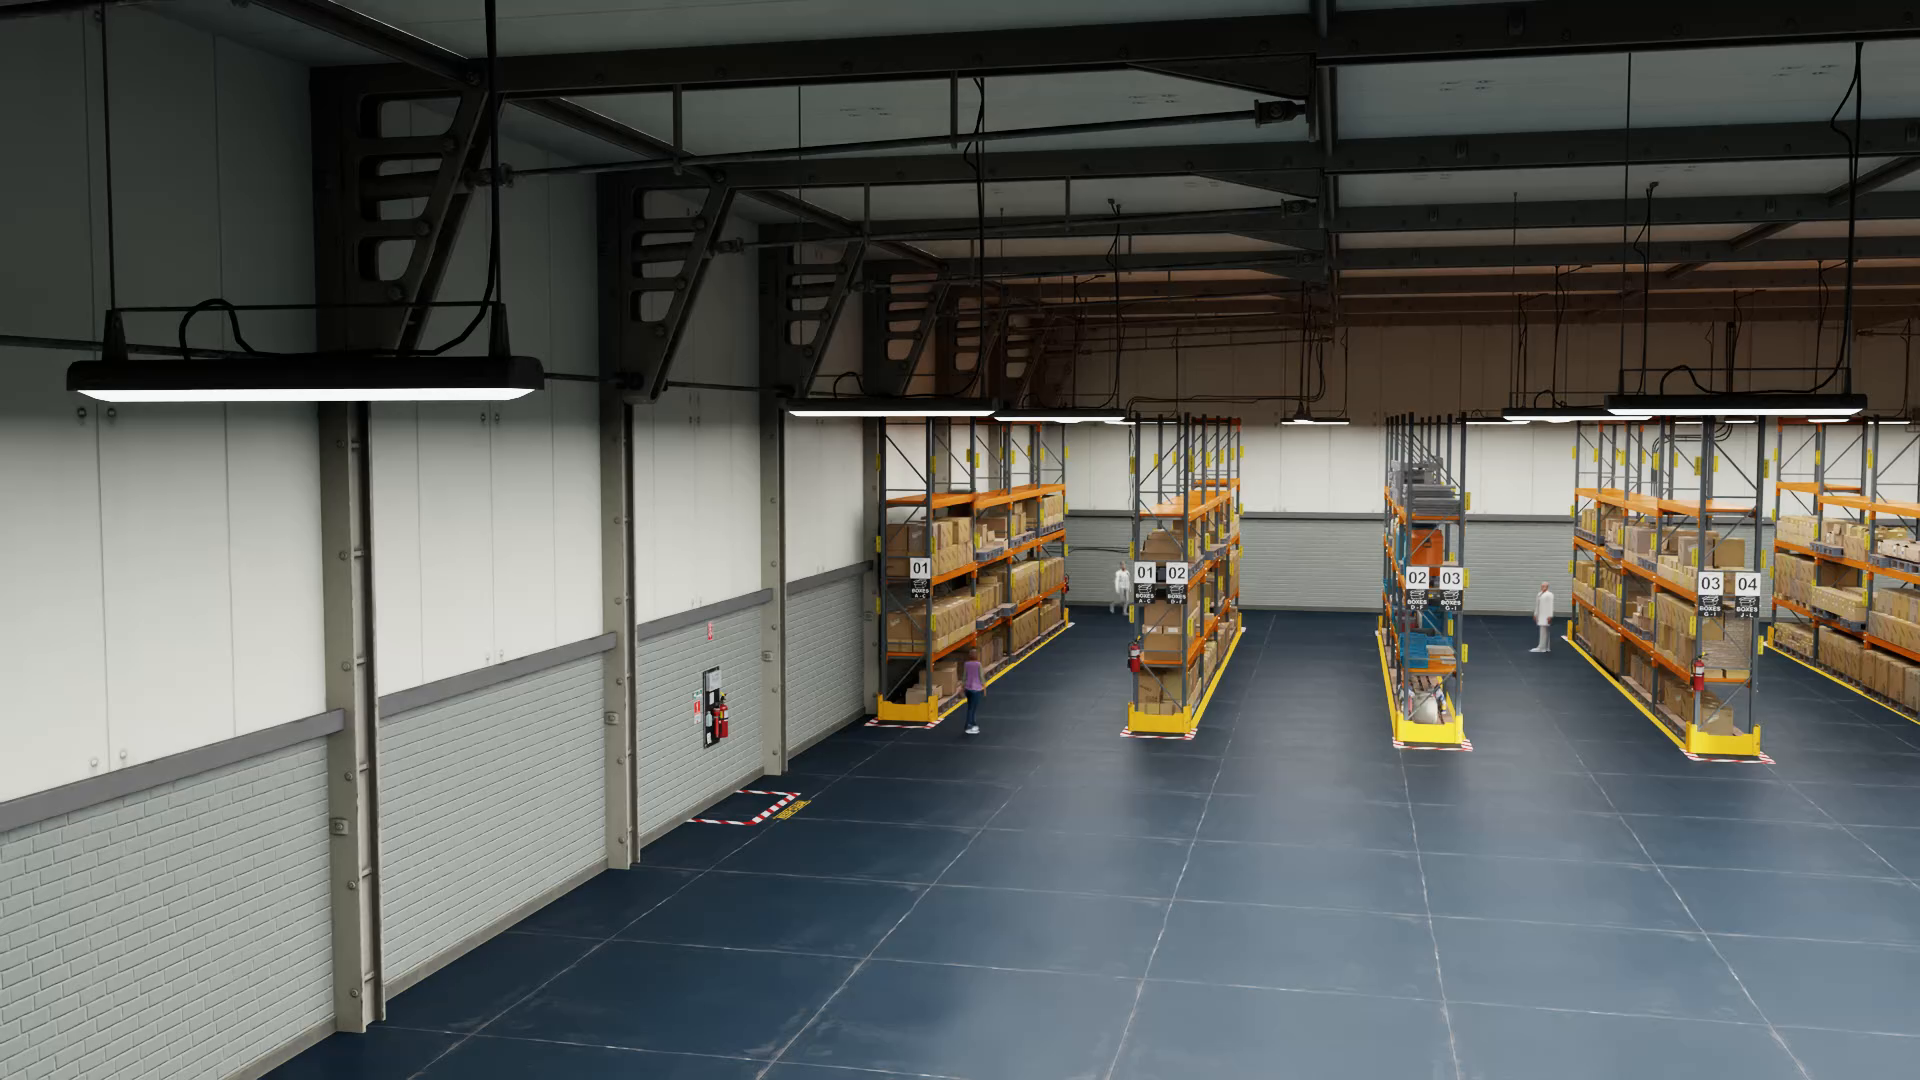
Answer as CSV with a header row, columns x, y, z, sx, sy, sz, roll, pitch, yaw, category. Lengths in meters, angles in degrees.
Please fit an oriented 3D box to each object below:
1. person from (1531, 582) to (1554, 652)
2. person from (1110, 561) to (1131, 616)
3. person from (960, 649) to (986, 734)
x,y,z,sx,sy,sz,roll,pitch,yaw,category
14.835,1.959,42.501,0.539,1.779,0.604,0,4,2,person
4.924,1.463,50.624,0.644,1.658,0.497,4,5,45,person
0.279,2.823,31.238,0.473,1.584,0.570,4,5,44,person
